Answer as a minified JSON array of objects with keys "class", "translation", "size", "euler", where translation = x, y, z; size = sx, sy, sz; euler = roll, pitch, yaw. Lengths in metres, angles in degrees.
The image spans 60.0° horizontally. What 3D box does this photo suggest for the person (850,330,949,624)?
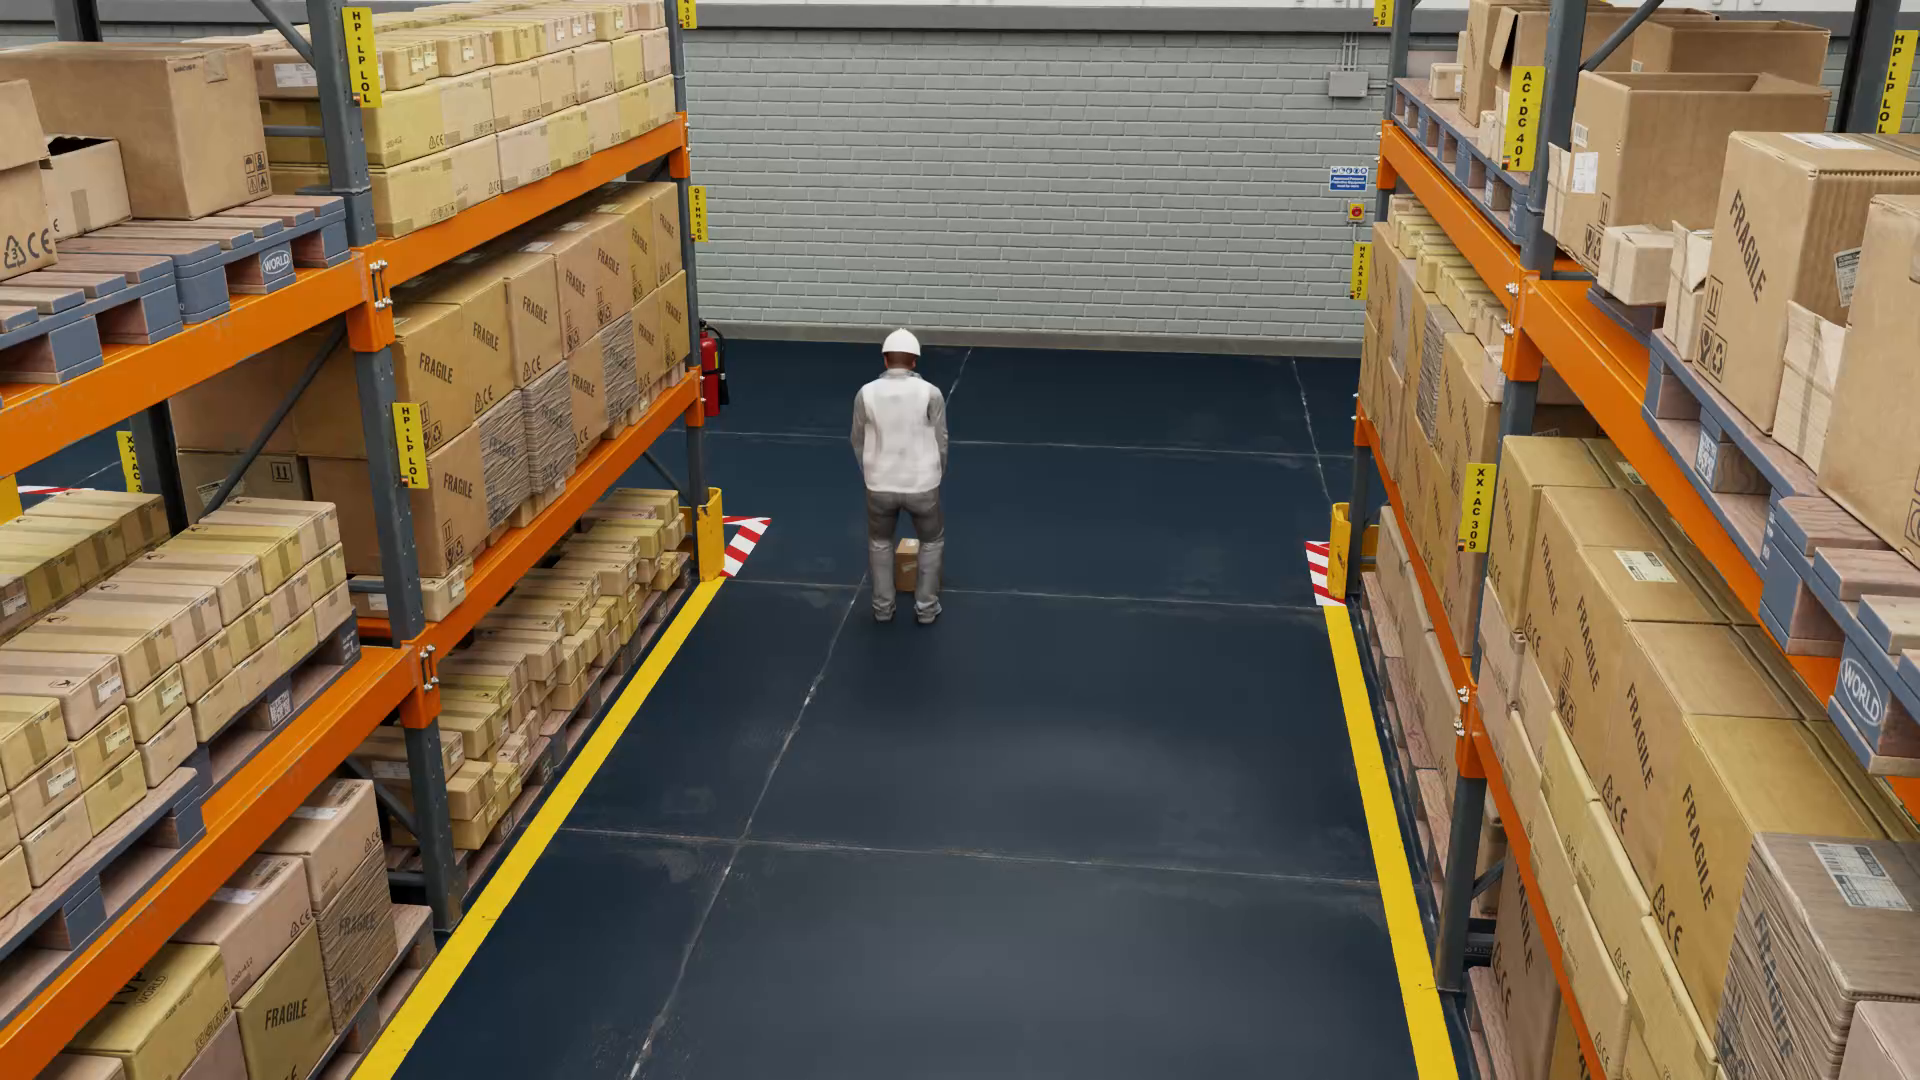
[{"class":"person","translation":[-0.346,-0.351,9.583],"size":[0.567,1.695,0.516],"euler":[3,21,8]}]
